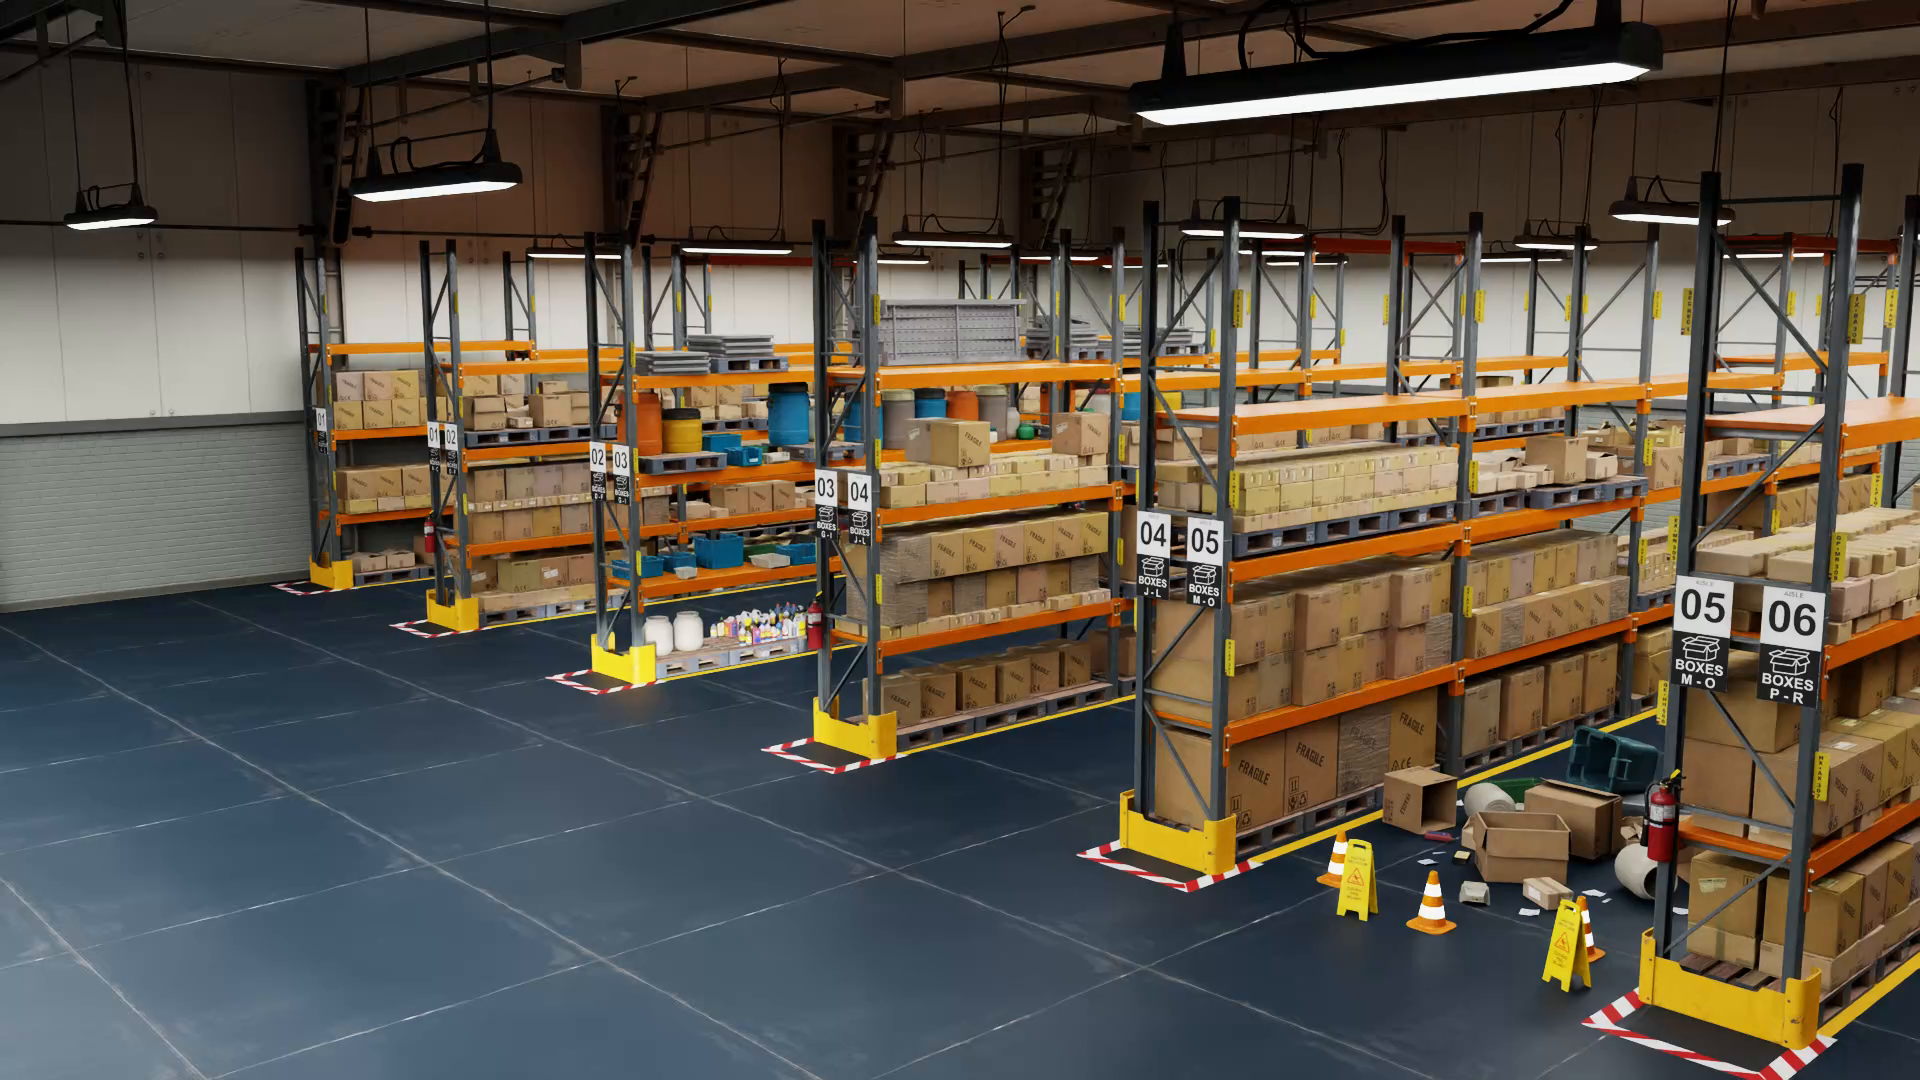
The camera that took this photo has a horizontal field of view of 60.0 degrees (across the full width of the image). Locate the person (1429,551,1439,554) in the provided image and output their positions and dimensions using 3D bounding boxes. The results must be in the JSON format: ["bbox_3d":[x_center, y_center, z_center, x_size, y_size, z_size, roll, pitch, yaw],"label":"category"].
[{"bbox_3d":[6.775,0.913,23.708,0.383,1.540,0.972,7,11,41],"label":"person"}]

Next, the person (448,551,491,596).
[{"bbox_3d":[-8.386,0.099,28.585,0.600,1.729,1.105,3,9,17],"label":"person"}]
